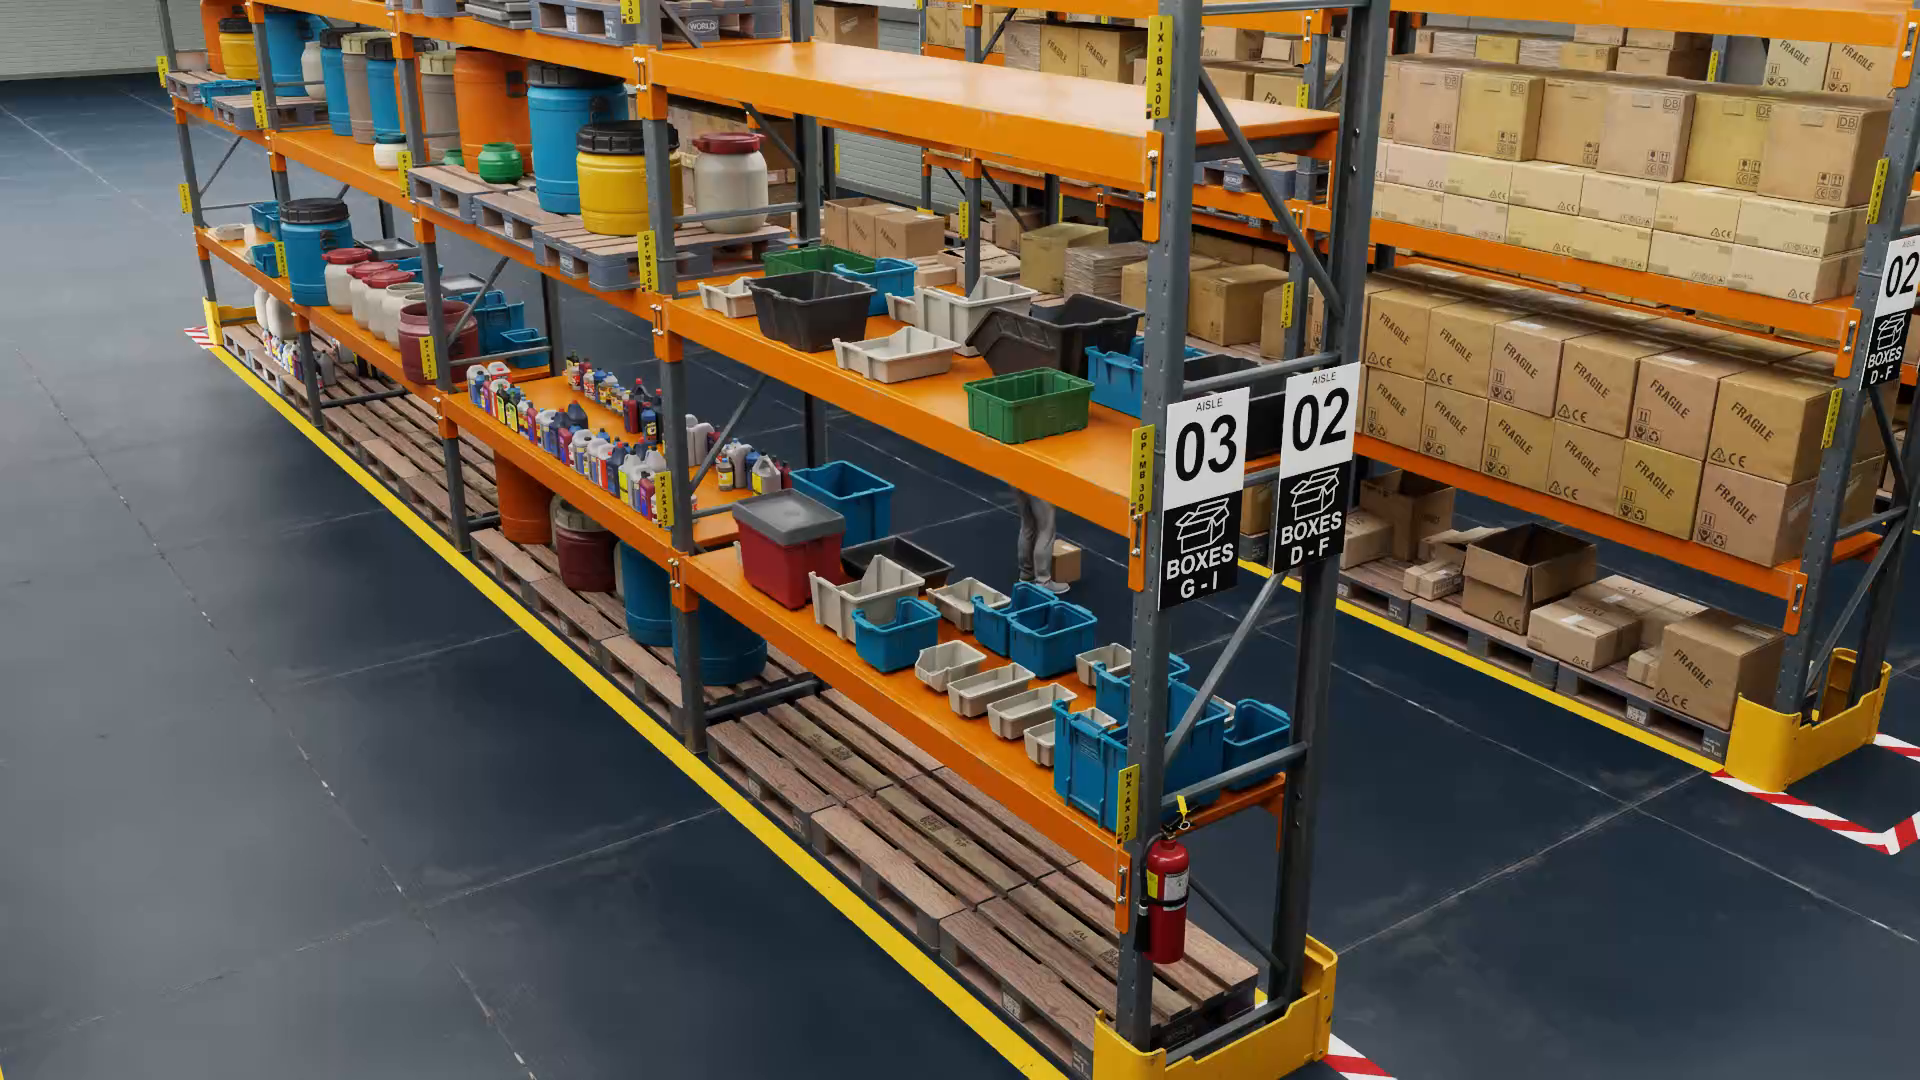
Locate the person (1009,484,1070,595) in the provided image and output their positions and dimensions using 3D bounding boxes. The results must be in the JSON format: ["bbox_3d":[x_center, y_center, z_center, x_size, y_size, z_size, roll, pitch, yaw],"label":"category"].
[{"bbox_3d":[0.558,-0.437,12.187,0.413,1.665,0.546,-17,27,-36],"label":"person"}]
